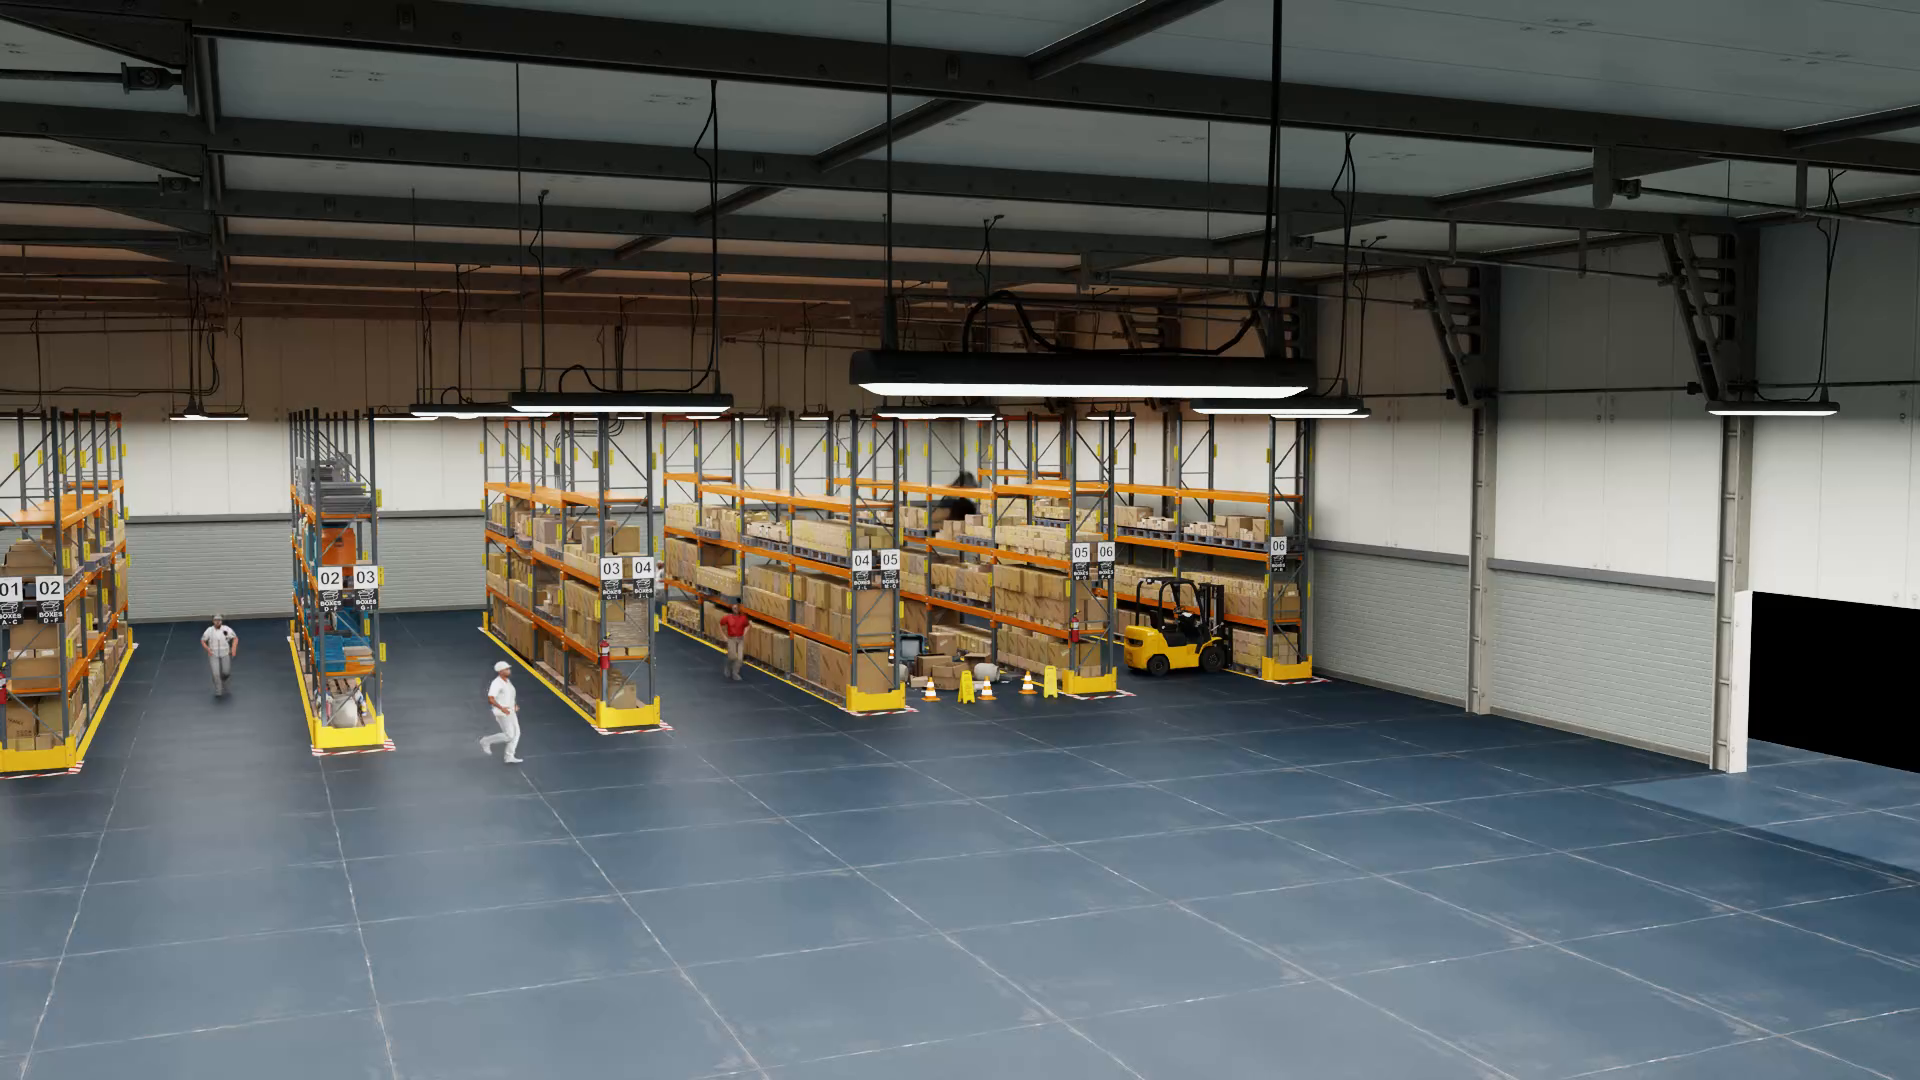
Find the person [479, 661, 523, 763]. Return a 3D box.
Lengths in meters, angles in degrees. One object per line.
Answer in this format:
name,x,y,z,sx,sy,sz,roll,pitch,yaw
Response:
person,-7.703,2.905,28.040,0.650,1.729,0.700,0,4,5

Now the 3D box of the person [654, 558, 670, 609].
person,-8.773,1.434,48.821,0.916,1.808,0.711,-3,5,-39

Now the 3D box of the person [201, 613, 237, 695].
person,-15.593,2.402,35.019,0.713,1.718,0.594,-2,4,-27

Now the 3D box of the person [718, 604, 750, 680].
person,-4.994,2.277,37.086,0.710,1.697,0.563,-2,4,-23
